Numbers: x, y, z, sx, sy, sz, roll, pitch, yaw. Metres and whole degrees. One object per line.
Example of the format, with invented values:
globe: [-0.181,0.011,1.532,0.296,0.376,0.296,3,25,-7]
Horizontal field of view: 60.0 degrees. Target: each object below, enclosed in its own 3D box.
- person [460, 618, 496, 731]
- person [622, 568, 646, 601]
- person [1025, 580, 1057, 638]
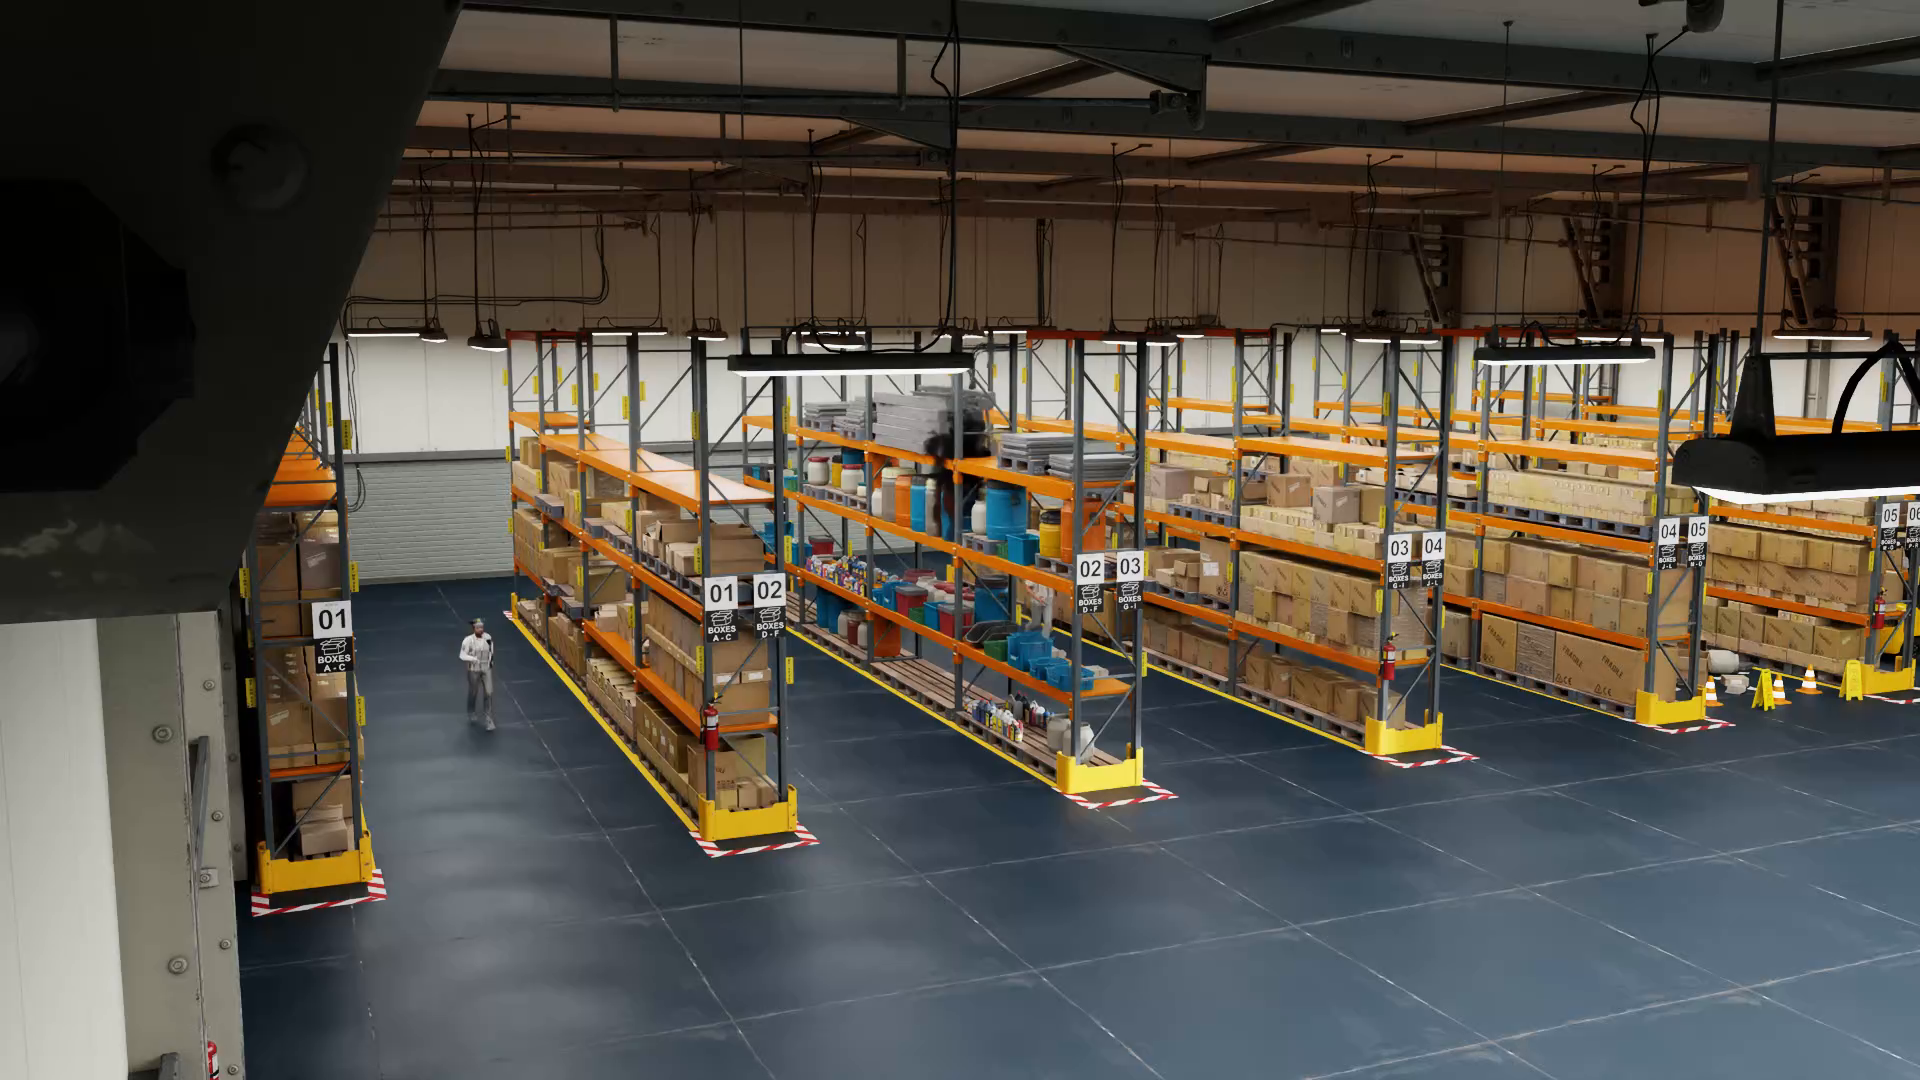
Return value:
person: [-7.409,2.022,25.560,0.562,1.719,0.857,-4,9,-27]
person: [-6.891,0.777,34.989,0.892,1.560,0.570,8,11,44]
person: [1.537,1.186,31.576,0.687,1.775,0.913,-4,9,-27]
